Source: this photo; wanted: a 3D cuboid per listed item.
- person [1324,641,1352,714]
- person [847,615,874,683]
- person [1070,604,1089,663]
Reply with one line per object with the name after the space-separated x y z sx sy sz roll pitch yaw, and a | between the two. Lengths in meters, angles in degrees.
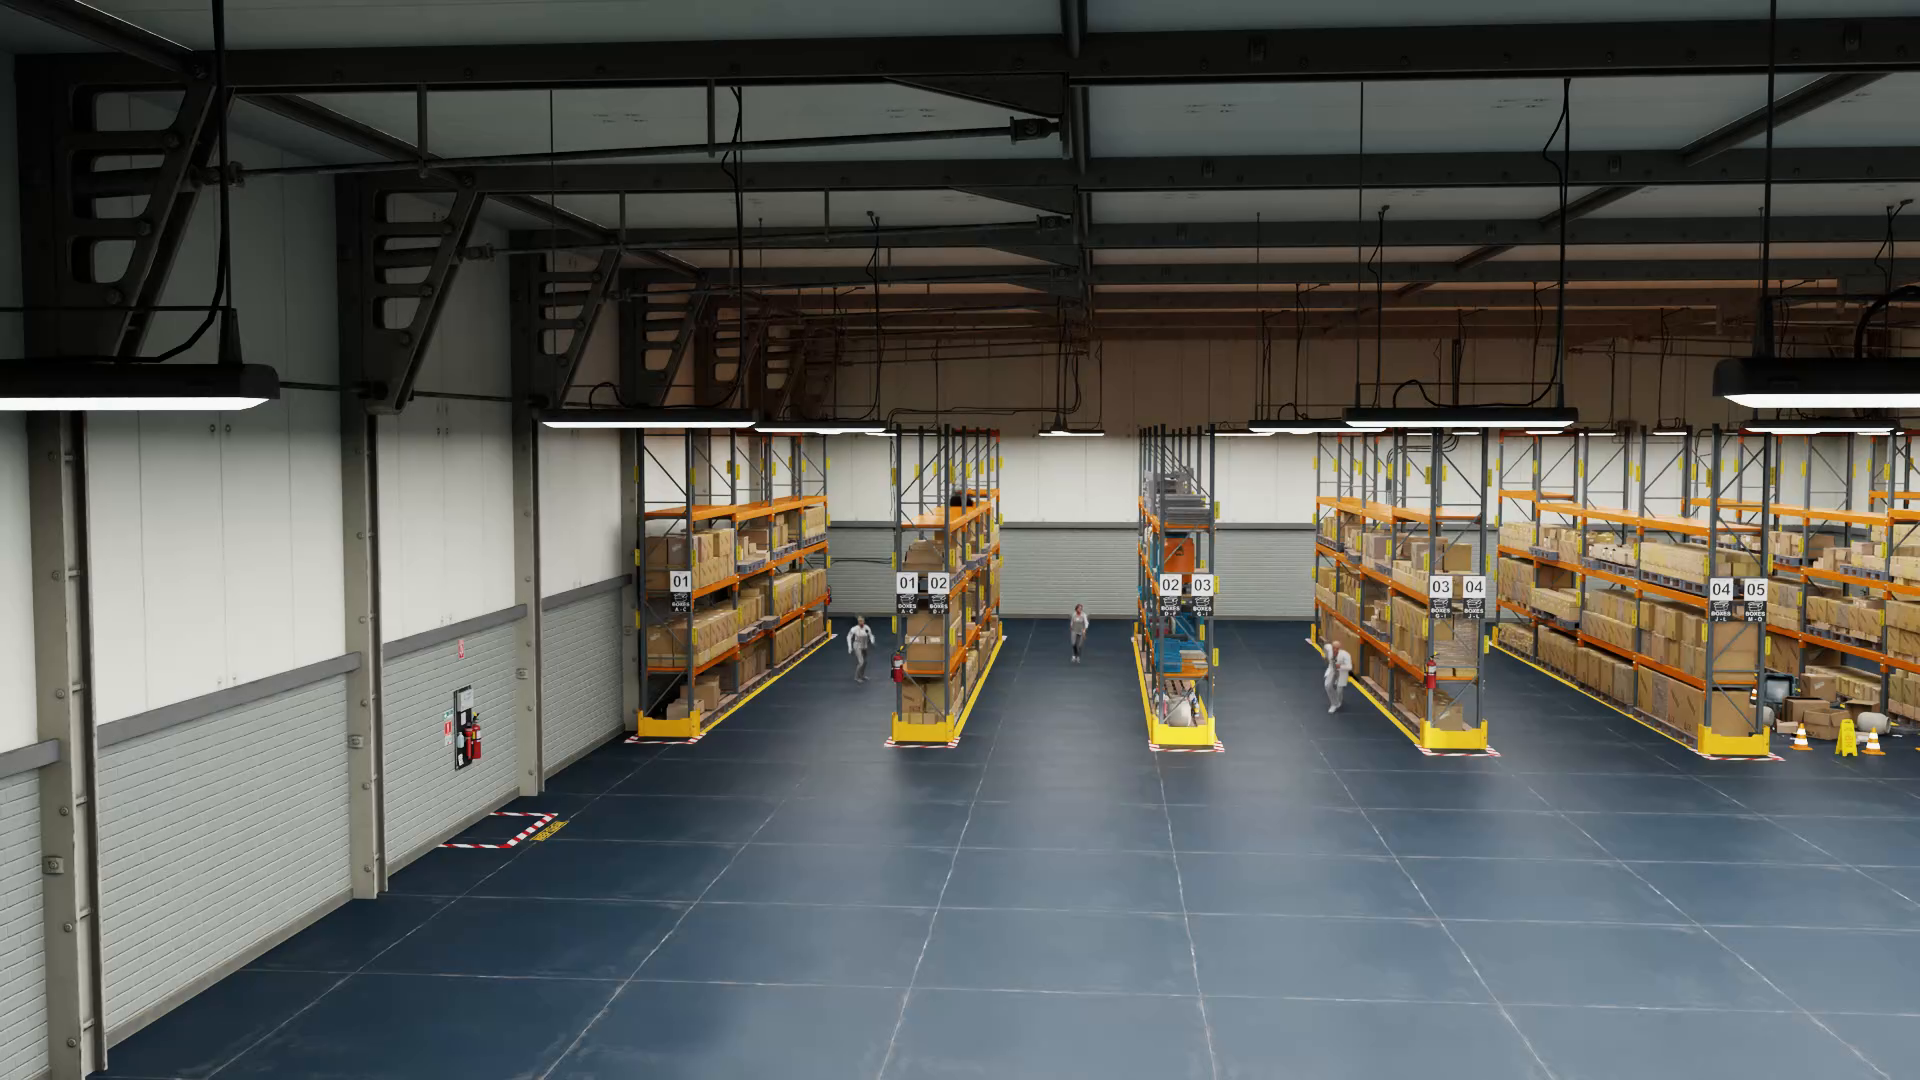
7.921 2.842 34.868 0.675 1.558 1.240 2 4 25 | person
-2.286 2.571 39.109 0.605 1.643 0.777 -3 4 -39 | person
3.015 2.430 42.165 0.519 1.436 0.759 1 4 9 | person
